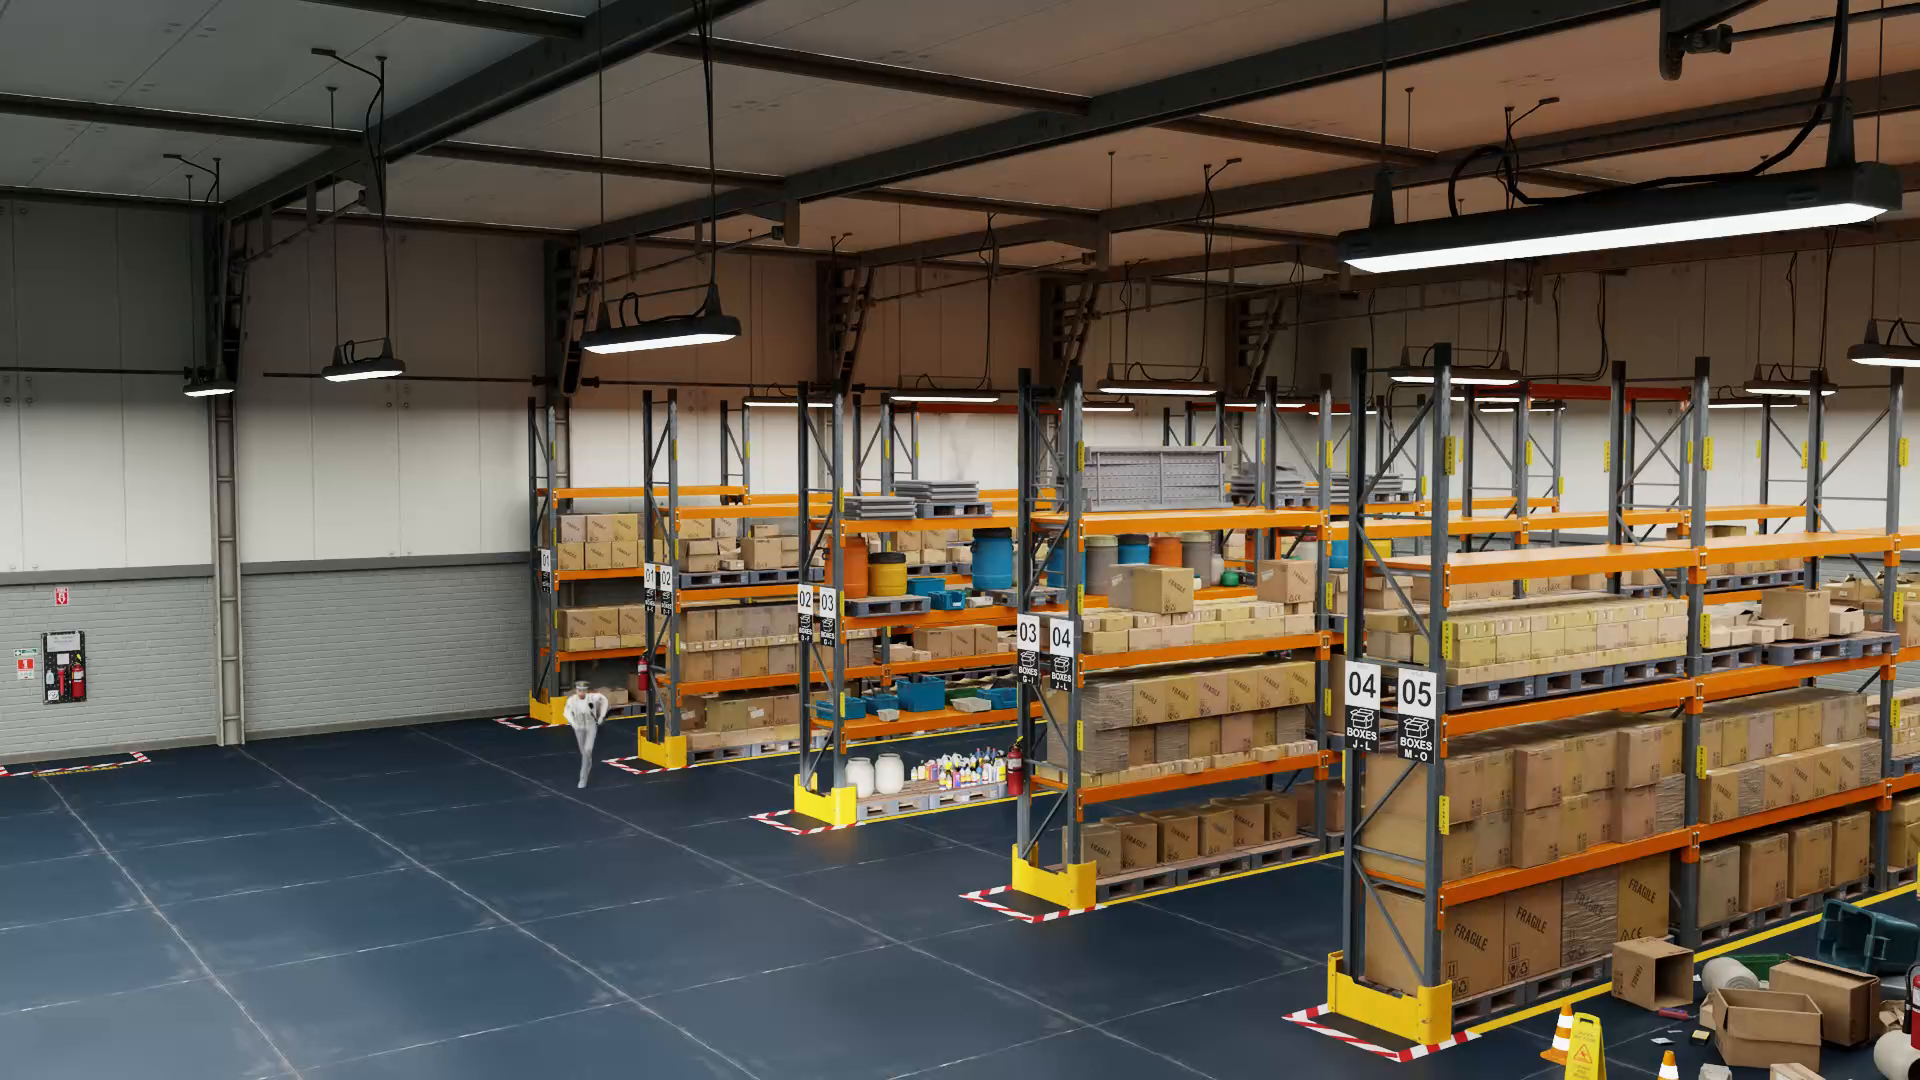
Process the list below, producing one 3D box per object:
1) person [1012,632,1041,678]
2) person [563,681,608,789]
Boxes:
[{"bbox_3d":[1.385,2.241,34.776,0.907,1.682,0.553,-3,5,-42],"label":"person"},{"bbox_3d":[-5.668,2.896,25.231,0.657,1.629,0.984,-1,3,-8],"label":"person"}]
